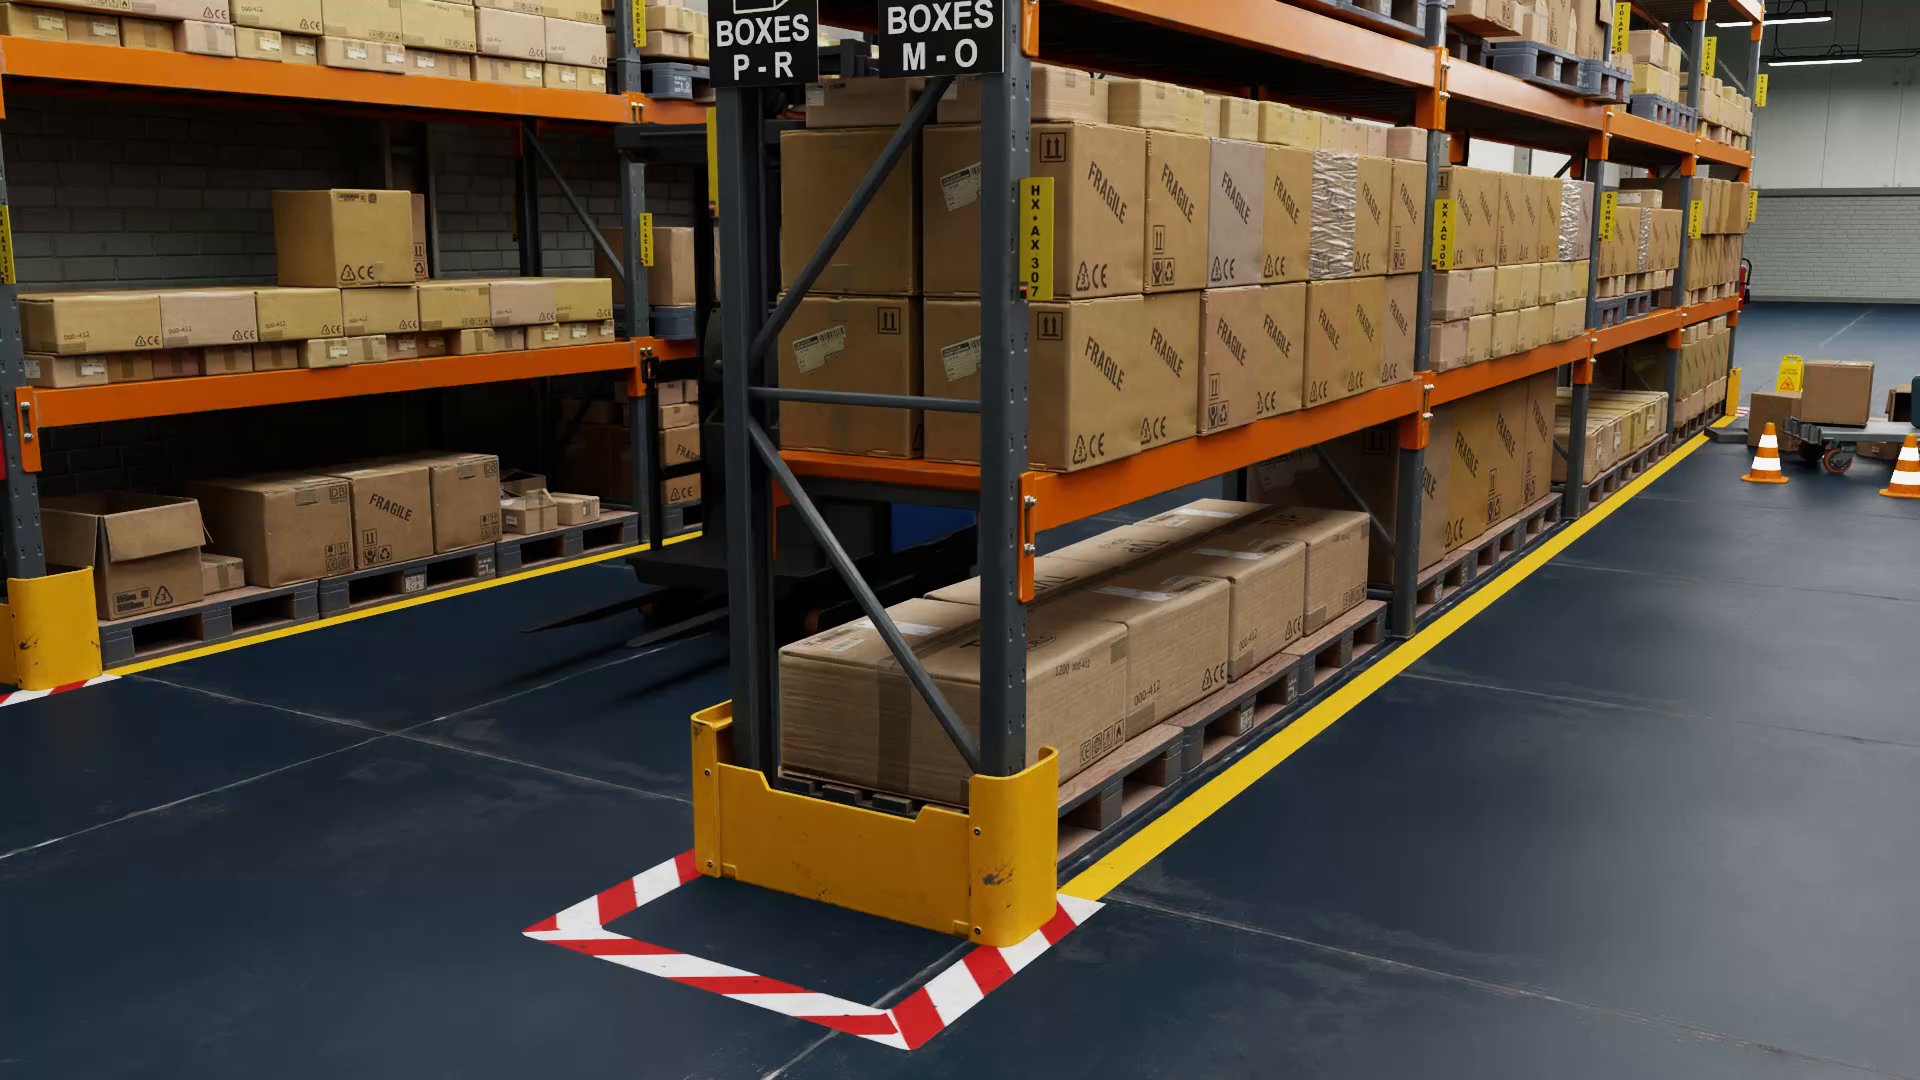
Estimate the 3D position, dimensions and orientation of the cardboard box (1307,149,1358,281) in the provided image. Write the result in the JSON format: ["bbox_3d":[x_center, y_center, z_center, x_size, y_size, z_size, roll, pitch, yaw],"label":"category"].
[{"bbox_3d":[1.276,-1.311,6.734,0.500,0.500,0.500,7,12,31],"label":"cardboard box"}]

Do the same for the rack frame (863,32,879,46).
[{"bbox_3d":[-0.356,-5.083,13.565,1.000,3.000,0.127,6,12,31],"label":"rack frame"}]

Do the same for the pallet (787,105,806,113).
[{"bbox_3d":[-1.498,-3.146,11.883,1.213,0.211,1.003,6,12,31],"label":"pallet"}]

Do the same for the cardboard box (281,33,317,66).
[{"bbox_3d":[-3.461,-2.453,8.353,0.380,0.149,0.250,6,12,30],"label":"cardboard box"}]

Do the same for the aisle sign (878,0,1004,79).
[{"bbox_3d":[-0.055,-1.641,4.419,0.394,0.787,0.004,6,12,31],"label":"aisle sign"}]

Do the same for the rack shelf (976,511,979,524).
[{"bbox_3d":[-0.028,-0.224,10.780,0.215,0.259,0.240,6,12,31],"label":"rack shelf"}]

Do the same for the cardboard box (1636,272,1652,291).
[{"bbox_3d":[5.392,-2.106,13.509,0.380,0.149,0.250,6,12,31],"label":"cardboard box"}]

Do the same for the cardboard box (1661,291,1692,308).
[{"bbox_3d":[6.403,-2.185,15.071,0.380,0.149,0.250,6,12,30],"label":"cardboard box"}]

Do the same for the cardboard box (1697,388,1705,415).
[{"bbox_3d":[7.043,-1.380,16.421,0.500,0.250,0.500,6,12,30],"label":"cardboard box"}]

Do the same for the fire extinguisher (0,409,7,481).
[{"bbox_3d":[-4.191,-0.587,7.078,0.296,0.674,0.183,6,12,31],"label":"fire extinguisher"}]

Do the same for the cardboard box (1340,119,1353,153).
[{"bbox_3d":[1.440,-1.701,7.052,0.380,0.149,0.250,6,12,30],"label":"cardboard box"}]

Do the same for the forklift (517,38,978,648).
[{"bbox_3d":[-1.014,-1.036,8.437,1.130,2.935,3.031,5,12,26],"label":"forklift"}]

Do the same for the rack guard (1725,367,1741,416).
[{"bbox_3d":[8.002,-1.678,18.474,1.175,0.500,0.348,6,12,31],"label":"rack guard"}]

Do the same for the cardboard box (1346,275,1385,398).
[{"bbox_3d":[1.527,-0.902,7.262,0.500,0.500,0.500,6,12,29],"label":"cardboard box"}]

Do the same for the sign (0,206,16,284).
[{"bbox_3d":[-4.045,-1.250,7.040,0.100,0.325,0.005,6,12,31],"label":"sign"}]

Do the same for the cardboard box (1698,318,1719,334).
[{"bbox_3d":[7.444,-2.165,16.814,0.380,0.149,0.250,7,13,33],"label":"cardboard box"}]

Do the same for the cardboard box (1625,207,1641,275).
[{"bbox_3d":[4.854,-2.278,12.663,0.500,0.500,0.500,7,12,32],"label":"cardboard box"}]

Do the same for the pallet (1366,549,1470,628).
[{"bbox_3d":[2.148,0.211,9.170,1.003,0.211,1.213,6,12,31],"label":"pallet"}]

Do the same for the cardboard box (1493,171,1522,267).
[{"bbox_3d":[2.789,-1.775,9.210,0.500,0.500,0.500,6,12,29],"label":"cardboard box"}]

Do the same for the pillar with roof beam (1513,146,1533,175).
[{"bbox_3d":[15.690,-8.737,33.085,9.100,9.000,0.548,6,12,31],"label":"pillar with roof beam"}]

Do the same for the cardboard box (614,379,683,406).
[{"bbox_3d":[-2.071,-0.985,11.057,0.380,0.149,0.250,6,12,30],"label":"cardboard box"}]

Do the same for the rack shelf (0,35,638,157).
[{"bbox_3d":[-3.471,-2.311,8.867,1.077,0.370,4.000,6,12,31],"label":"rack shelf"}]

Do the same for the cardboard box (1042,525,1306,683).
[{"bbox_3d":[0.930,0.251,7.199,0.875,0.438,0.875,6,12,29],"label":"cardboard box"}]

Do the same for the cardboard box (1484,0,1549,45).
[{"bbox_3d":[3.059,-2.900,9.281,0.396,0.266,0.258,8,13,35],"label":"cardboard box"}]

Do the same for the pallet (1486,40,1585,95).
[{"bbox_3d":[3.021,-2.760,9.819,1.003,0.211,1.213,7,13,33],"label":"pallet"}]

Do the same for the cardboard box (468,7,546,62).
[{"bbox_3d":[-2.730,-2.869,9.492,0.500,0.250,0.500,6,12,29],"label":"cardboard box"}]

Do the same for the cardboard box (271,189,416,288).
[{"bbox_3d":[-3.265,-1.599,8.818,0.500,0.500,0.500,7,13,32],"label":"cardboard box"}]

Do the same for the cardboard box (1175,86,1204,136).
[{"bbox_3d":[0.585,-1.412,5.509,0.380,0.149,0.250,6,12,29],"label":"cardboard box"}]

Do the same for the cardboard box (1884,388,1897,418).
[{"bbox_3d":[9.294,-1.174,15.770,0.797,0.503,0.637,-2,11,-9],"label":"cardboard box"}]

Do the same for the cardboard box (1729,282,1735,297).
[{"bbox_3d":[7.994,-2.666,17.638,0.380,0.149,0.250,6,12,30],"label":"cardboard box"}]

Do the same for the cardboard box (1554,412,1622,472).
[{"bbox_3d":[4.566,-0.780,12.884,0.950,0.372,0.625,6,12,30],"label":"cardboard box"}]

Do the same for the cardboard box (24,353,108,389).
[{"bbox_3d":[-4.104,-0.778,7.556,0.380,0.149,0.250,6,12,30],"label":"cardboard box"}]

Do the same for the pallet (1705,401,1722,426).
[{"bbox_3d":[7.550,-1.412,17.836,1.003,0.211,1.213,6,12,31],"label":"pallet"}]

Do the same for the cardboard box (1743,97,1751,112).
[{"bbox_3d":[8.119,-4.580,17.546,0.380,0.149,0.250,7,12,31],"label":"cardboard box"}]

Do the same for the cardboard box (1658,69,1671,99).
[{"bbox_3d":[5.519,-3.712,13.659,0.500,0.250,0.500,7,12,31],"label":"cardboard box"}]

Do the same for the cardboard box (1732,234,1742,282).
[{"bbox_3d":[7.995,-3.002,17.674,0.500,0.500,0.500,6,12,30],"label":"cardboard box"}]

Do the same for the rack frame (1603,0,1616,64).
[{"bbox_3d":[3.888,-4.609,11.035,1.000,3.000,0.127,6,12,31],"label":"rack frame"}]

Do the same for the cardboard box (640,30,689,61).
[{"bbox_3d":[-1.938,-3.121,10.504,0.380,0.149,0.250,7,12,32],"label":"cardboard box"}]

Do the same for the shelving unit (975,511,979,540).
[{"bbox_3d":[-0.028,-0.508,10.727,0.215,1.050,0.252,6,12,31],"label":"shelving unit"}]

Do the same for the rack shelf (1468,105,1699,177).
[{"bbox_3d":[4.927,-3.096,13.057,1.077,0.370,4.000,6,12,31],"label":"rack shelf"}]

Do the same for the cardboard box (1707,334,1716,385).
[{"bbox_3d":[7.313,-1.830,16.786,0.500,0.500,0.500,6,12,29],"label":"cardboard box"}]

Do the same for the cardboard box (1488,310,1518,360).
[{"bbox_3d":[2.813,-1.162,9.333,0.500,0.250,0.500,6,12,30],"label":"cardboard box"}]

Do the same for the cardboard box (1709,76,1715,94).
[{"bbox_3d":[6.662,-4.135,15.170,0.380,0.149,0.250,6,12,29],"label":"cardboard box"}]

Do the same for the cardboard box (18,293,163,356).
[{"bbox_3d":[-4.043,-0.994,7.626,0.500,0.250,0.500,6,12,31],"label":"cardboard box"}]

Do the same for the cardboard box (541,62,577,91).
[{"bbox_3d":[-2.497,-2.733,9.847,0.380,0.149,0.250,6,12,31],"label":"cardboard box"}]

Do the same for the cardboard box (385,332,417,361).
[{"bbox_3d":[-3.199,-1.066,9.096,0.380,0.149,0.250,6,12,31],"label":"cardboard box"}]

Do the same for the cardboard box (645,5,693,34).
[{"bbox_3d":[-1.903,-3.263,10.456,0.380,0.149,0.250,7,13,32],"label":"cardboard box"}]

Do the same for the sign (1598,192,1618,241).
[{"bbox_3d":[4.364,-2.177,11.200,0.100,0.325,0.005,6,12,31],"label":"sign"}]

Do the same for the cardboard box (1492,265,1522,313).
[{"bbox_3d":[2.812,-1.407,9.283,0.500,0.250,0.500,7,12,31],"label":"cardboard box"}]

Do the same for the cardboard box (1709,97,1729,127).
[{"bbox_3d":[6.958,-4.039,15.740,0.500,0.250,0.500,7,12,31],"label":"cardboard box"}]

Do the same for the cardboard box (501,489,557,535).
[{"bbox_3d":[-2.656,-0.196,10.052,0.396,0.266,0.258,7,13,33],"label":"cardboard box"}]

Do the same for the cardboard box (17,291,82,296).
[{"bbox_3d":[-4.497,-1.046,7.905,0.500,0.250,0.500,7,13,32],"label":"cardboard box"}]

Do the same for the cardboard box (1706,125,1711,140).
[{"bbox_3d":[6.867,-3.828,15.696,0.380,0.149,0.250,6,12,29],"label":"cardboard box"}]
